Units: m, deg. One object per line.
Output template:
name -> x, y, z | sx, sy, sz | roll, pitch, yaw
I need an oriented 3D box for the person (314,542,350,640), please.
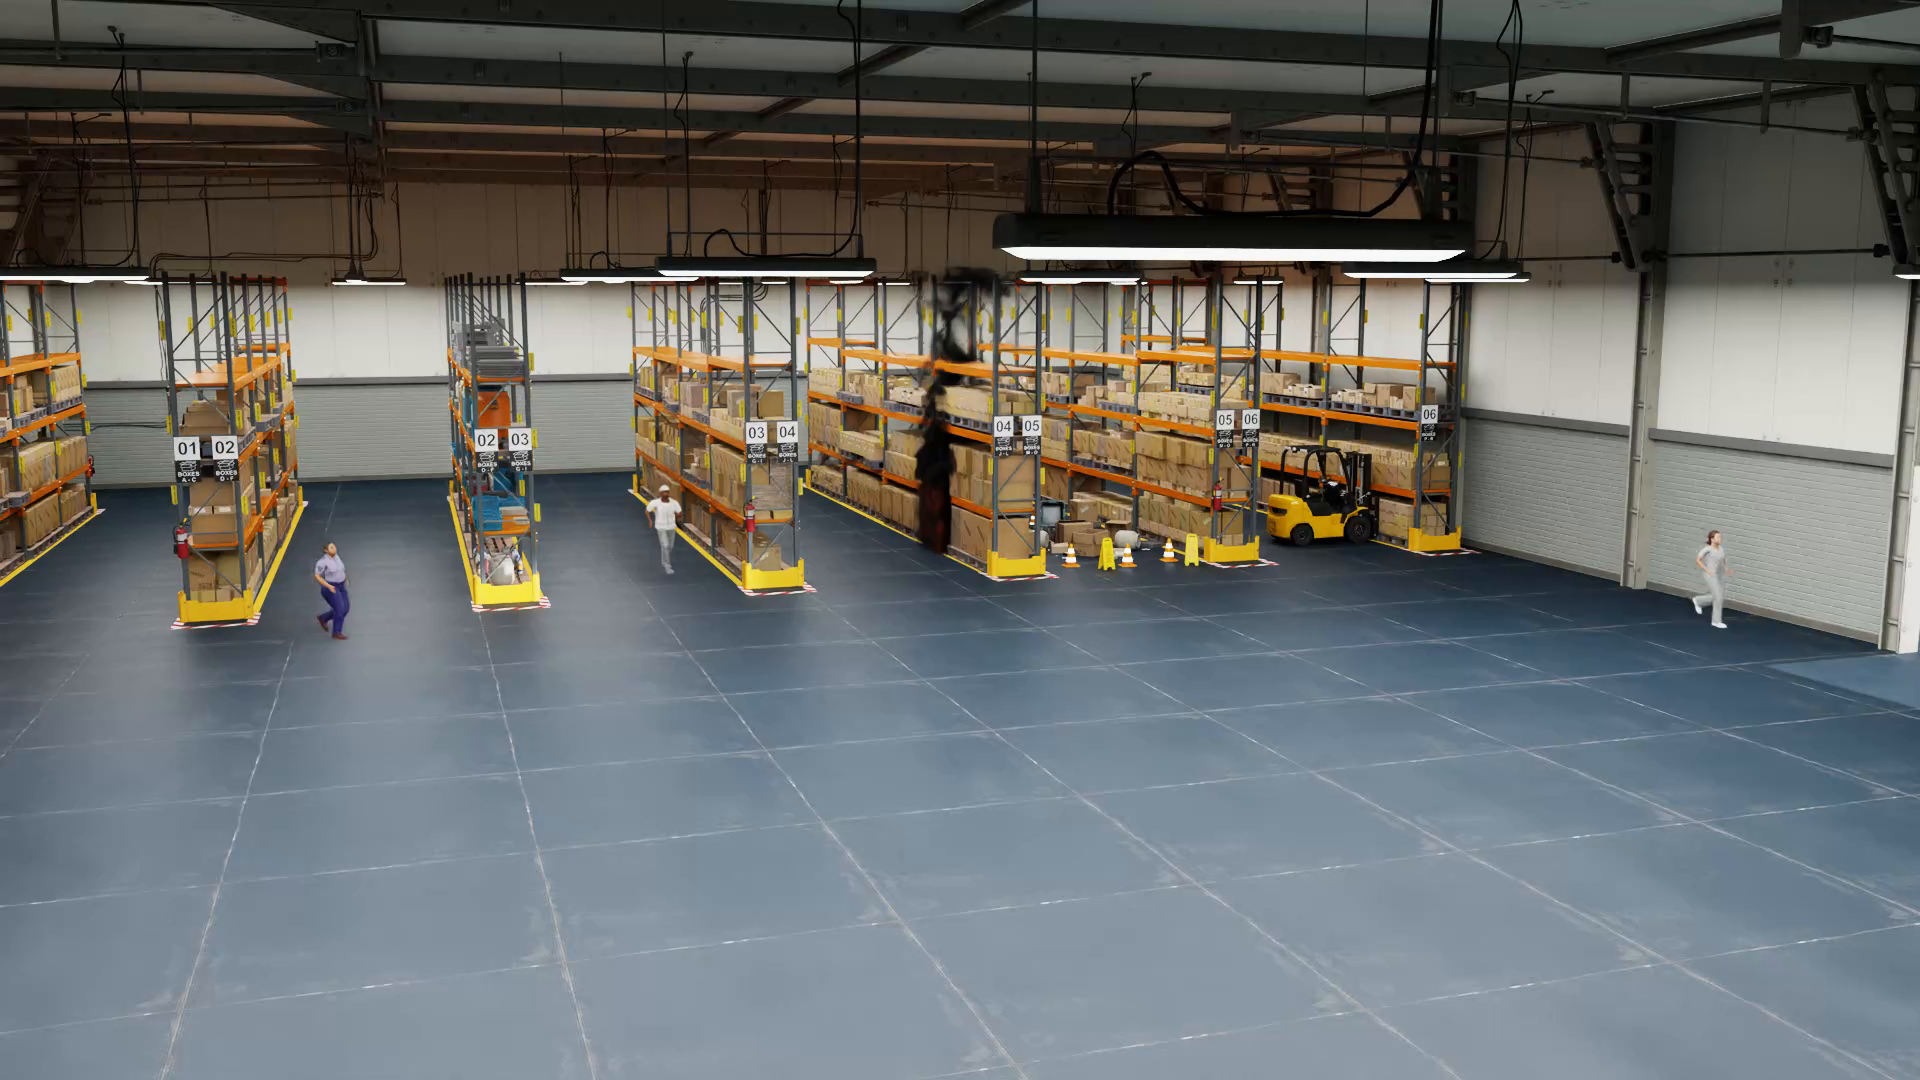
person -> -10.367, 0.826, 27.381 | 0.585, 1.625, 0.602 | 2, 9, 14

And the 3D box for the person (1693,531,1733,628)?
person -> 12.845, 0.652, 28.456 | 0.565, 1.640, 0.747 | -4, 10, -26

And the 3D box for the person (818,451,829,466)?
person -> -4.108, -2.622, 49.764 | 0.584, 1.678, 0.699 | -6, 10, -34

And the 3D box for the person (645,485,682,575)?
person -> -5.946, -0.237, 33.614 | 0.700, 1.752, 0.989 | -5, 10, -30
